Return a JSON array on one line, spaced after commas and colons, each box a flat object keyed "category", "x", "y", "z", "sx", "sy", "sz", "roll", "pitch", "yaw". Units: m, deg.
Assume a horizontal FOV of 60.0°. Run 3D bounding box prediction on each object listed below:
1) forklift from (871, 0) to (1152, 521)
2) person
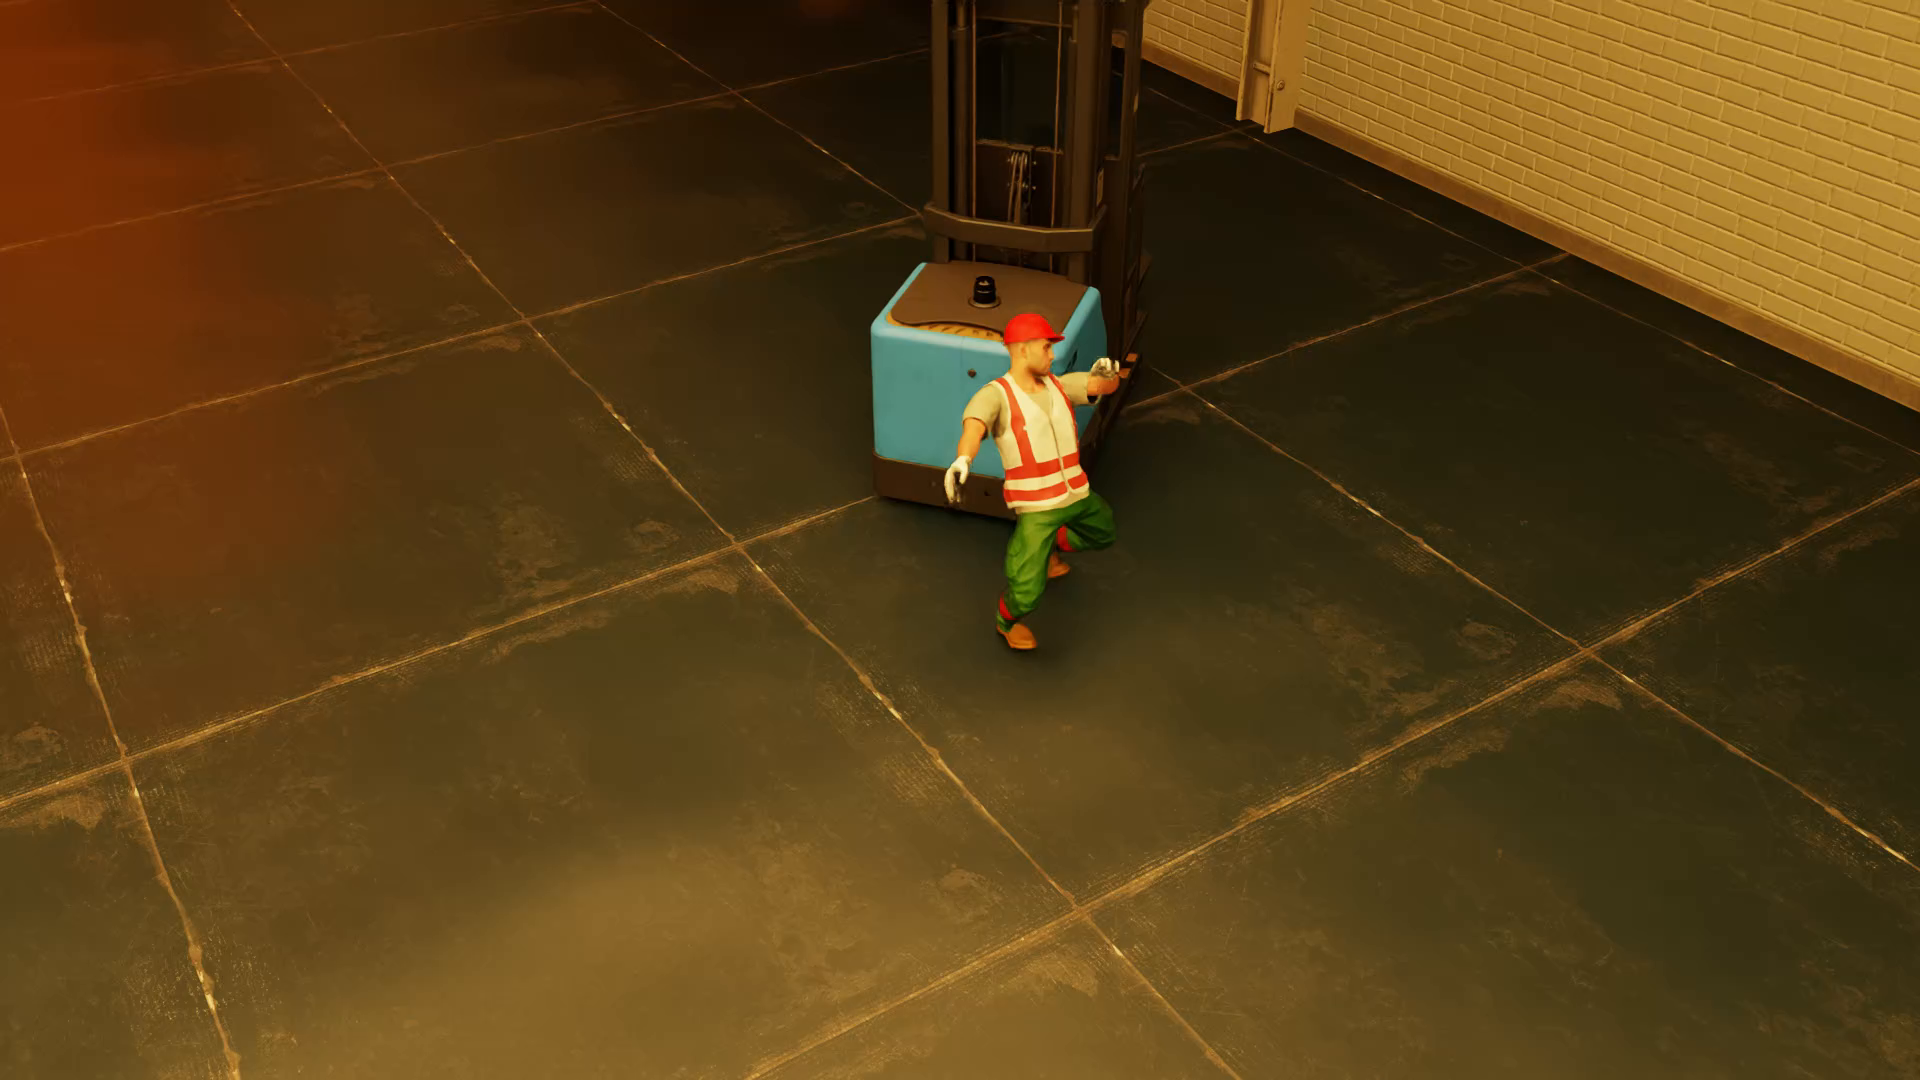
[{"category": "forklift", "x": 0.473, "y": -2.125, "z": 9.171, "sx": 1.130, "sy": 2.935, "sz": 3.031, "roll": 11, "pitch": 36, "yaw": 15}, {"category": "person", "x": 0.259, "y": -0.177, "z": 7.550, "sx": 0.722, "sy": 1.545, "sz": 1.099, "roll": 30, "pitch": 45, "yaw": 35}]
